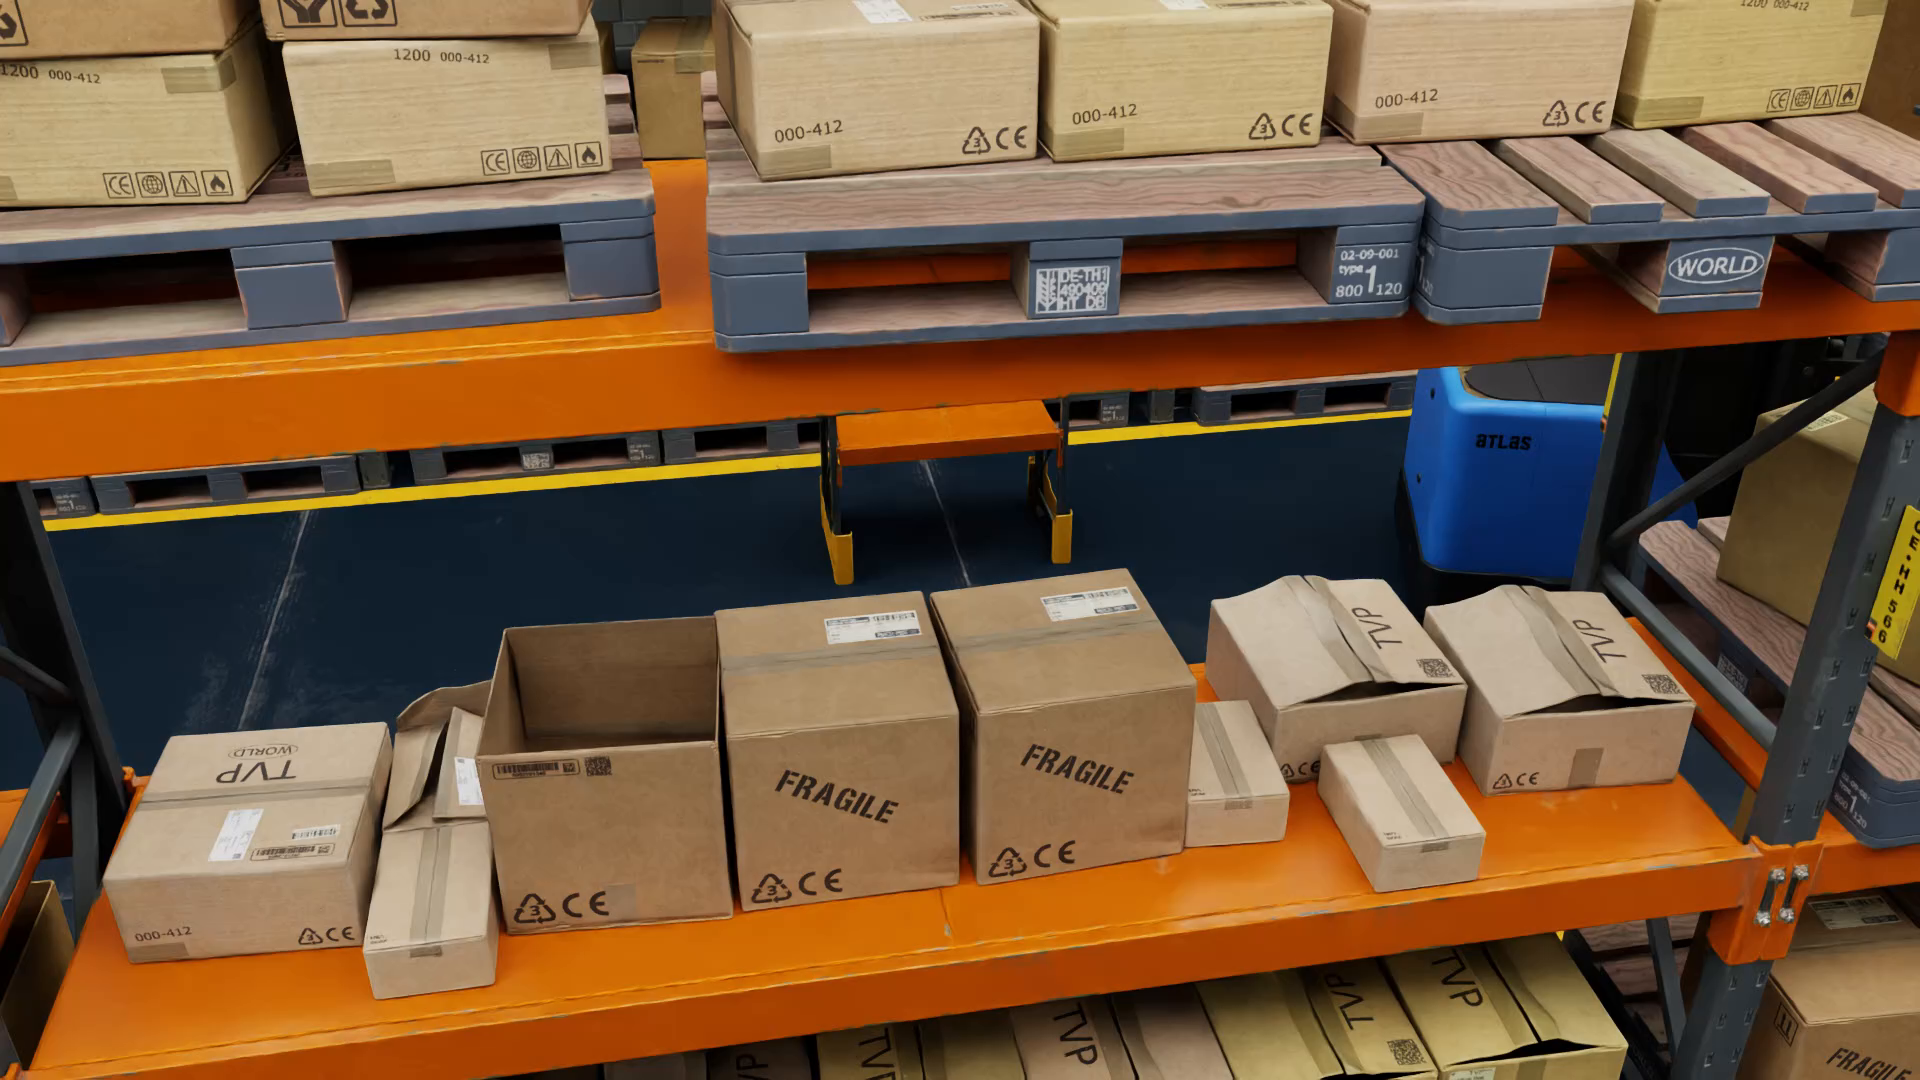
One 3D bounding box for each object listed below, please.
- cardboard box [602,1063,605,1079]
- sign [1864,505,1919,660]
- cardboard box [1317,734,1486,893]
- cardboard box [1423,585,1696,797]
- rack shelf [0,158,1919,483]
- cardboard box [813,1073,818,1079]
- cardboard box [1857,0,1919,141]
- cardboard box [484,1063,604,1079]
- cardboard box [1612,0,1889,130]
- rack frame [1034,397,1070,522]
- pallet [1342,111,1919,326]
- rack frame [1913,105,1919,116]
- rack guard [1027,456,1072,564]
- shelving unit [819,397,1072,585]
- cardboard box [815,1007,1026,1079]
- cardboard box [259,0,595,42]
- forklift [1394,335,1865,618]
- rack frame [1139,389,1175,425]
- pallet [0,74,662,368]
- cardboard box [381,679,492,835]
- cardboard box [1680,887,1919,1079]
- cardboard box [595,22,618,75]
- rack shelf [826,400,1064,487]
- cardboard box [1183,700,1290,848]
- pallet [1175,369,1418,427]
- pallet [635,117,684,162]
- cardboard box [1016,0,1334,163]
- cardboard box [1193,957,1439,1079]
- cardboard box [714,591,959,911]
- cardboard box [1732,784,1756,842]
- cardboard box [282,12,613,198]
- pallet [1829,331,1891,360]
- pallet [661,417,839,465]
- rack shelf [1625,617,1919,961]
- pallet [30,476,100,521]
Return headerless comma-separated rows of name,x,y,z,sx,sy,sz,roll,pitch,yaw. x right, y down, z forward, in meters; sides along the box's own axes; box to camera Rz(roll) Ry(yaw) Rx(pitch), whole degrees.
cardboard box,-1.203,1.211,4.476,0.500,0.311,0.500,-4,31,-8
sign,1.978,0.091,3.493,0.005,0.325,0.100,-5,31,-9
cardboard box,1.040,0.642,3.946,0.250,0.149,0.380,-5,31,-9
cardboard box,1.509,0.364,4.260,0.500,0.311,0.500,-3,31,-6
rack shelf,-0.093,-0.486,3.368,4.000,0.370,1.077,-5,31,-9
cardboard box,-0.106,1.630,4.318,0.500,0.250,0.500,-5,31,-8
cardboard box,2.298,-1.079,3.567,0.500,0.500,0.910,-5,31,-9
cardboard box,-1.115,1.485,4.010,0.500,0.311,0.500,-6,31,-10
cardboard box,1.438,-1.026,3.309,0.500,0.250,0.500,-8,31,-13
rack frame,0.416,-0.685,7.436,0.032,1.500,0.500,-5,31,-9
pallet,1.223,-0.791,3.363,1.003,0.211,1.213,-4,31,-7
rack frame,1.875,-2.272,2.736,0.127,3.000,1.000,-5,31,-9
rack guard,0.415,-0.146,7.752,0.087,0.250,0.587,-5,31,-9
shelving unit,-0.075,-0.640,7.358,1.083,1.500,0.587,-5,31,-9
cardboard box,-0.097,1.387,4.176,0.500,0.311,0.500,-4,31,-8
cardboard box,-0.890,-1.153,2.787,0.500,0.500,0.500,-2,31,-4
forklift,3.498,-1.034,6.616,3.031,2.935,1.130,4,31,6
rack frame,0.979,-2.155,8.456,0.127,3.000,1.000,-5,31,-9
pallet,-1.195,-0.618,3.071,1.217,0.209,0.805,-7,31,-11
cardboard box,-1.228,0.565,3.962,0.258,0.266,0.396,-6,31,-10
cardboard box,2.374,1.303,4.607,0.500,0.500,0.500,-4,31,-7
cardboard box,-1.898,-2.100,7.829,0.500,0.500,0.700,-2,31,-4
rack shelf,-0.084,-0.484,7.448,1.000,0.185,0.538,-5,31,-9
cardboard box,0.630,0.567,4.074,0.250,0.149,0.380,-3,31,-5
pallet,1.768,-0.988,9.221,1.213,0.211,1.003,-5,31,-9
pallet,-0.961,-1.871,8.163,1.213,0.211,1.003,-5,31,-9
cardboard box,0.361,-0.922,3.134,0.500,0.250,0.500,-6,31,-10
cardboard box,0.894,1.298,4.328,0.500,0.311,0.500,-6,31,-10
cardboard box,-0.291,0.480,3.875,0.500,0.500,0.500,-5,31,-9
cardboard box,2.752,1.000,5.123,0.500,0.500,0.500,-4,31,-7
cardboard box,-0.912,-0.833,2.982,0.500,0.250,0.500,-8,31,-14
pallet,5.675,-1.349,9.836,1.213,0.211,1.003,-5,31,-9
pallet,-0.988,-0.773,8.856,1.213,0.211,1.003,-5,31,-9
rack shelf,3.842,0.442,4.749,4.000,0.370,1.077,-5,31,-9
pallet,-4.813,-0.396,8.215,1.213,0.211,1.003,-5,31,-9
